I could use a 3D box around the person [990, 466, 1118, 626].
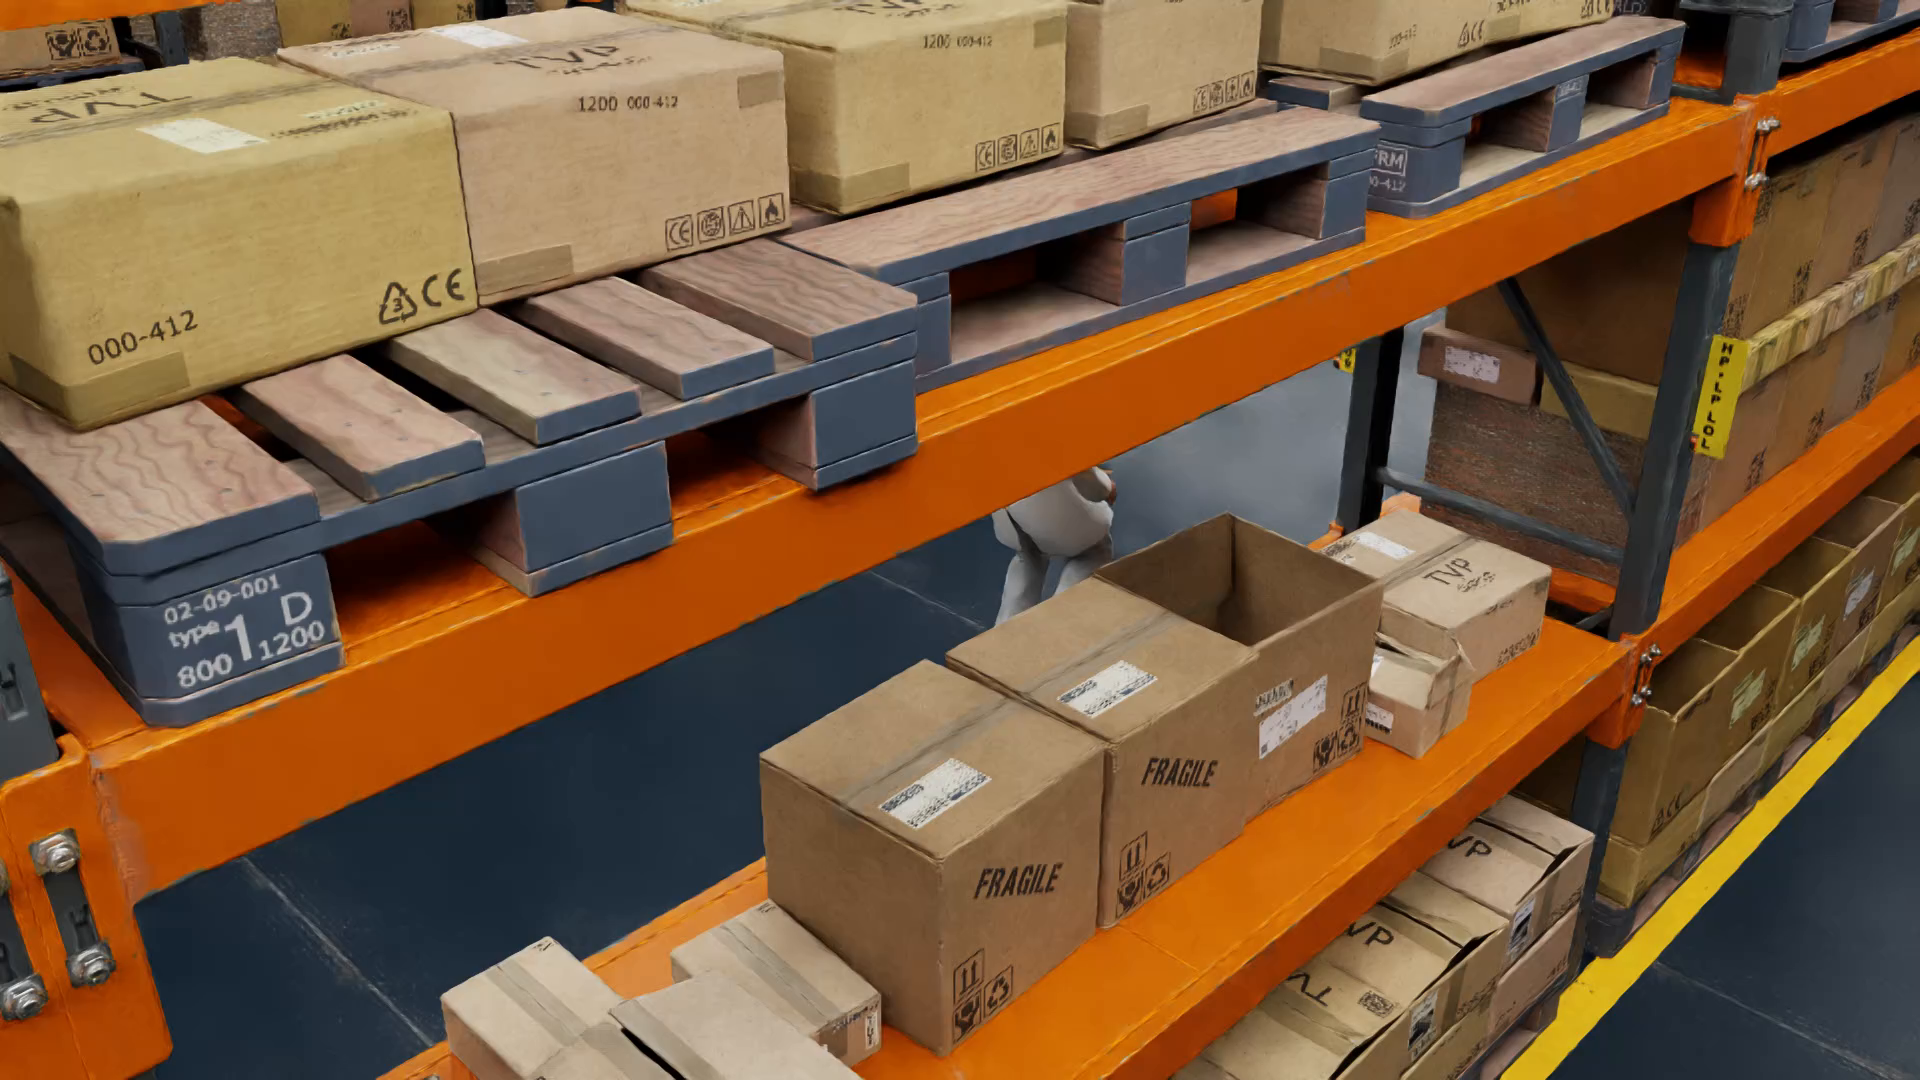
[{"bbox_3d":[0.309,-0.219,6.593,0.519,1.749,0.786,-25,36,-39],"label":"person"}]
